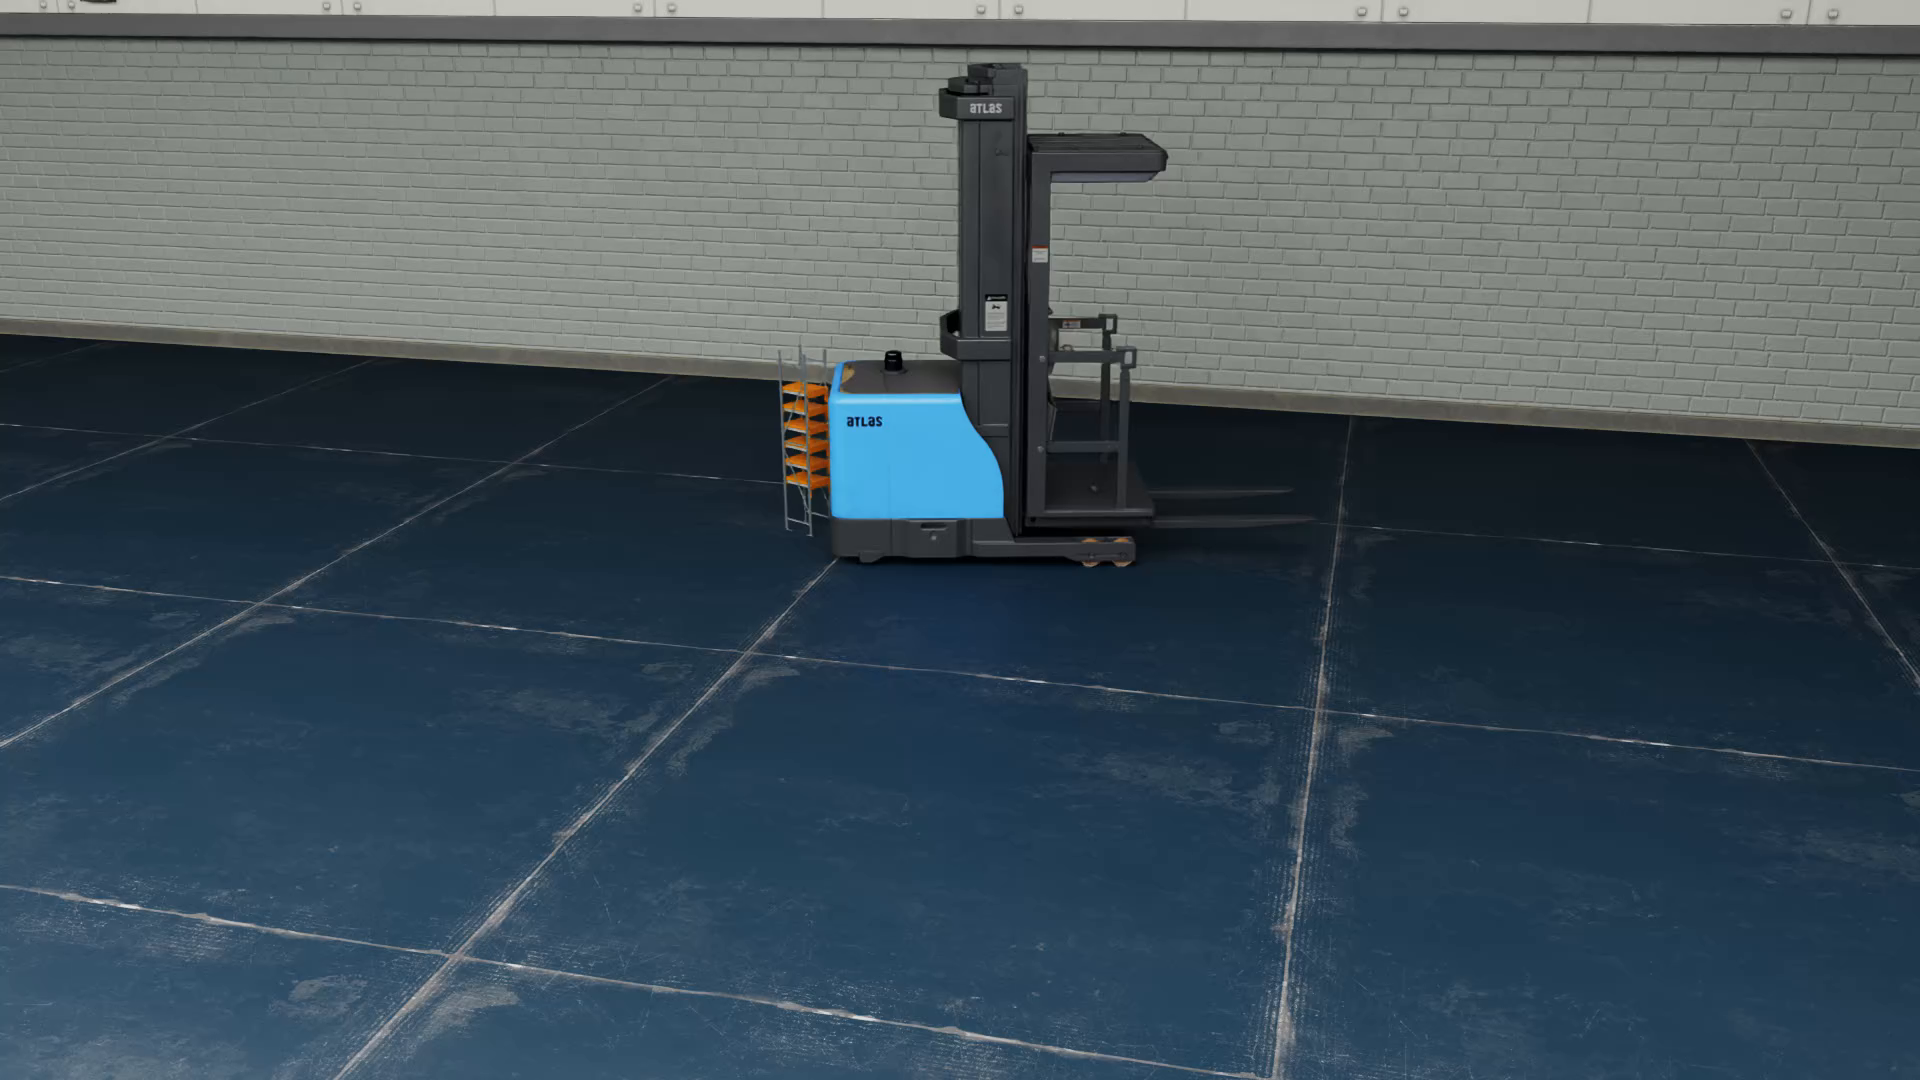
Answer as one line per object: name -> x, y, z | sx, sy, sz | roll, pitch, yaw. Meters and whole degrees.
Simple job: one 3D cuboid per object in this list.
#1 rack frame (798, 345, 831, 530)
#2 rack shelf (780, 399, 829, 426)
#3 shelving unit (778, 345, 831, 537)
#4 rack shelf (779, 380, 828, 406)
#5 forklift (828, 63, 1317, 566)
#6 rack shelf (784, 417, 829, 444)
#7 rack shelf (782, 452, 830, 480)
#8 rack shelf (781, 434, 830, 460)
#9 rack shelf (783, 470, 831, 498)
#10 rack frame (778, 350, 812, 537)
rack frame -> -0.935, -0.656, 10.748 | 0.240, 1.200, 0.006 | 15, 24, 37
rack shelf -> -0.994, -0.818, 10.617 | 0.258, 0.103, 0.180 | 15, 24, 37
shelving unit -> -0.993, -0.633, 10.681 | 0.258, 1.200, 0.189 | 15, 24, 37
rack shelf -> -0.995, -0.931, 10.578 | 0.258, 0.103, 0.180 | 15, 24, 37
forklift -> 0.703, -1.397, 10.244 | 3.031, 2.935, 1.130 | 0, 19, -1
rack shelf -> -0.993, -0.704, 10.657 | 0.258, 0.103, 0.180 | 15, 24, 37
rack shelf -> -0.992, -0.478, 10.735 | 0.258, 0.103, 0.180 | 15, 24, 37
rack shelf -> -0.993, -0.591, 10.696 | 0.258, 0.103, 0.180 | 15, 24, 37
rack shelf -> -0.991, -0.364, 10.774 | 0.258, 0.103, 0.180 | 15, 24, 37
rack frame -> -1.051, -0.609, 10.615 | 0.240, 1.200, 0.006 | 15, 24, 37
